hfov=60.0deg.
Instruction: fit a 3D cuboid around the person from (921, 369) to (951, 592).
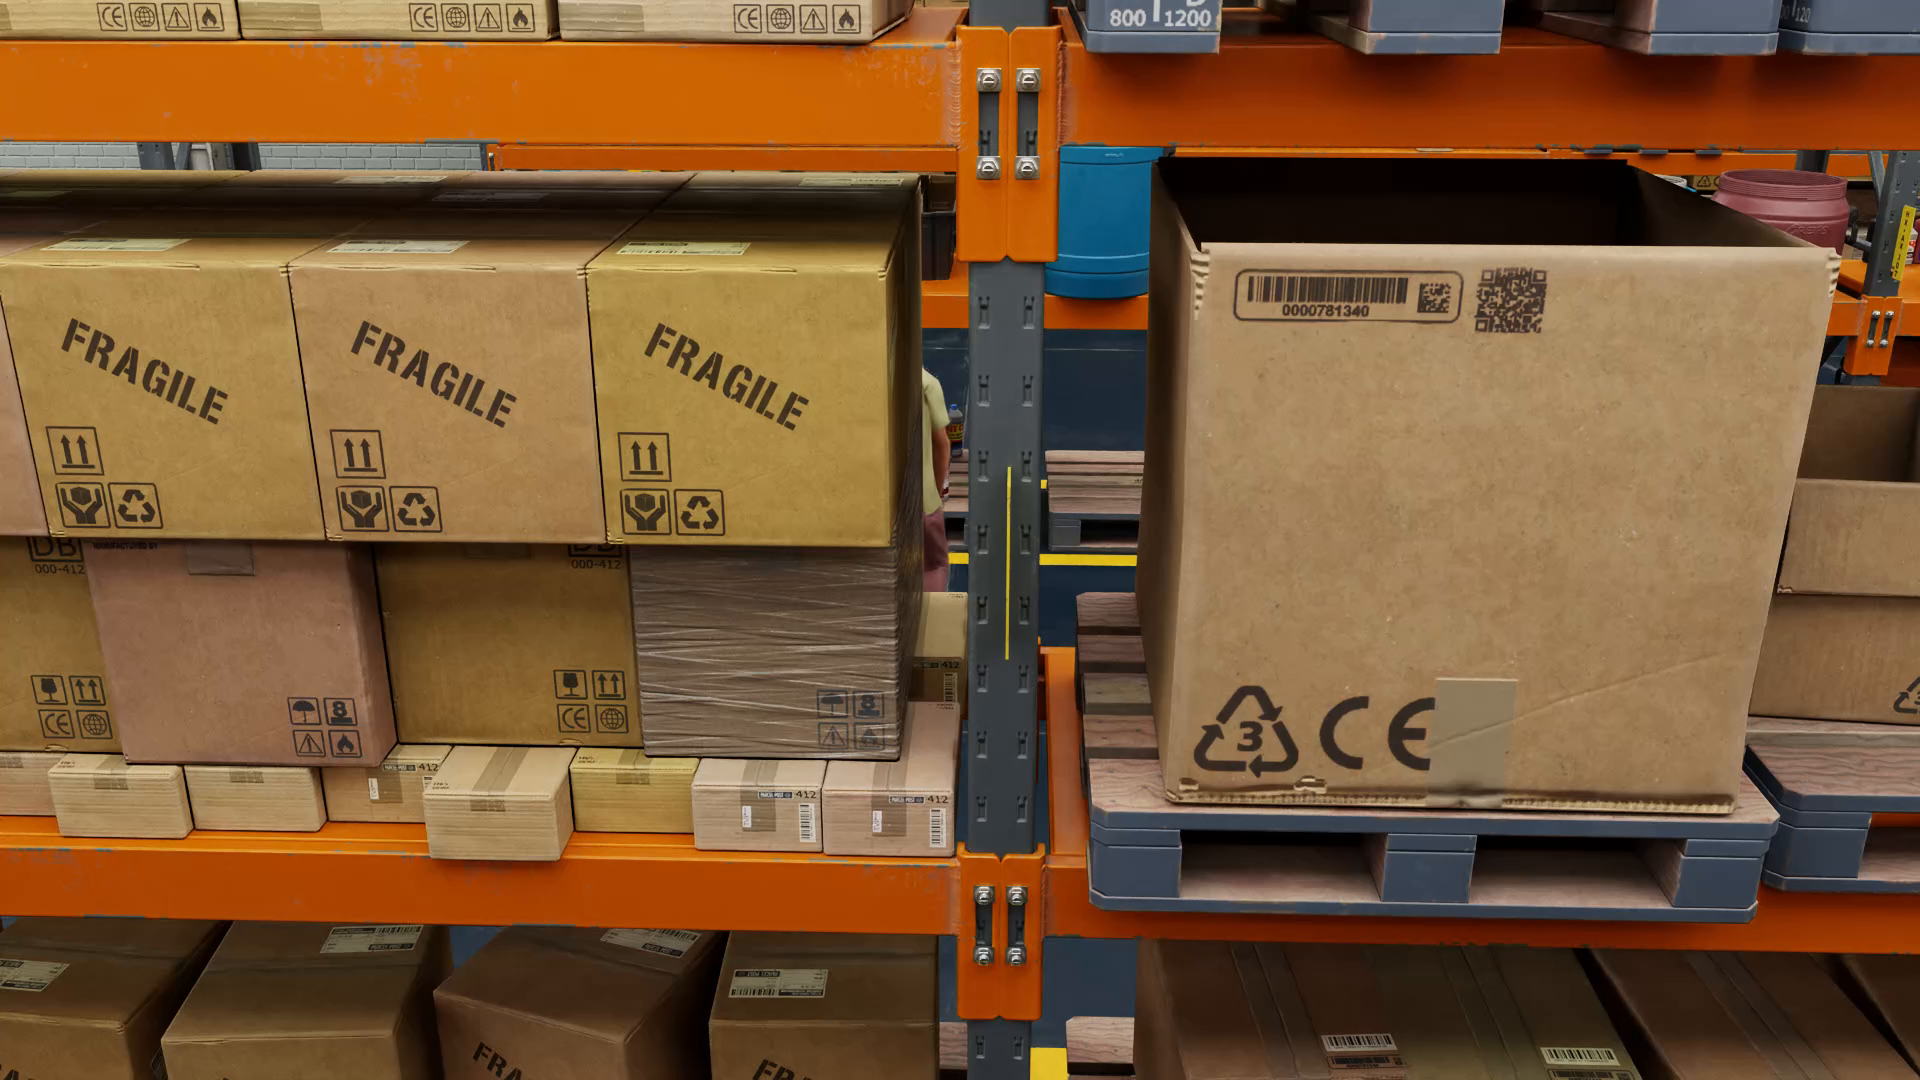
[{"bbox_3d":[-0.287,-0.164,6.751,0.498,1.515,0.532,1,21,2],"label":"person"}]
